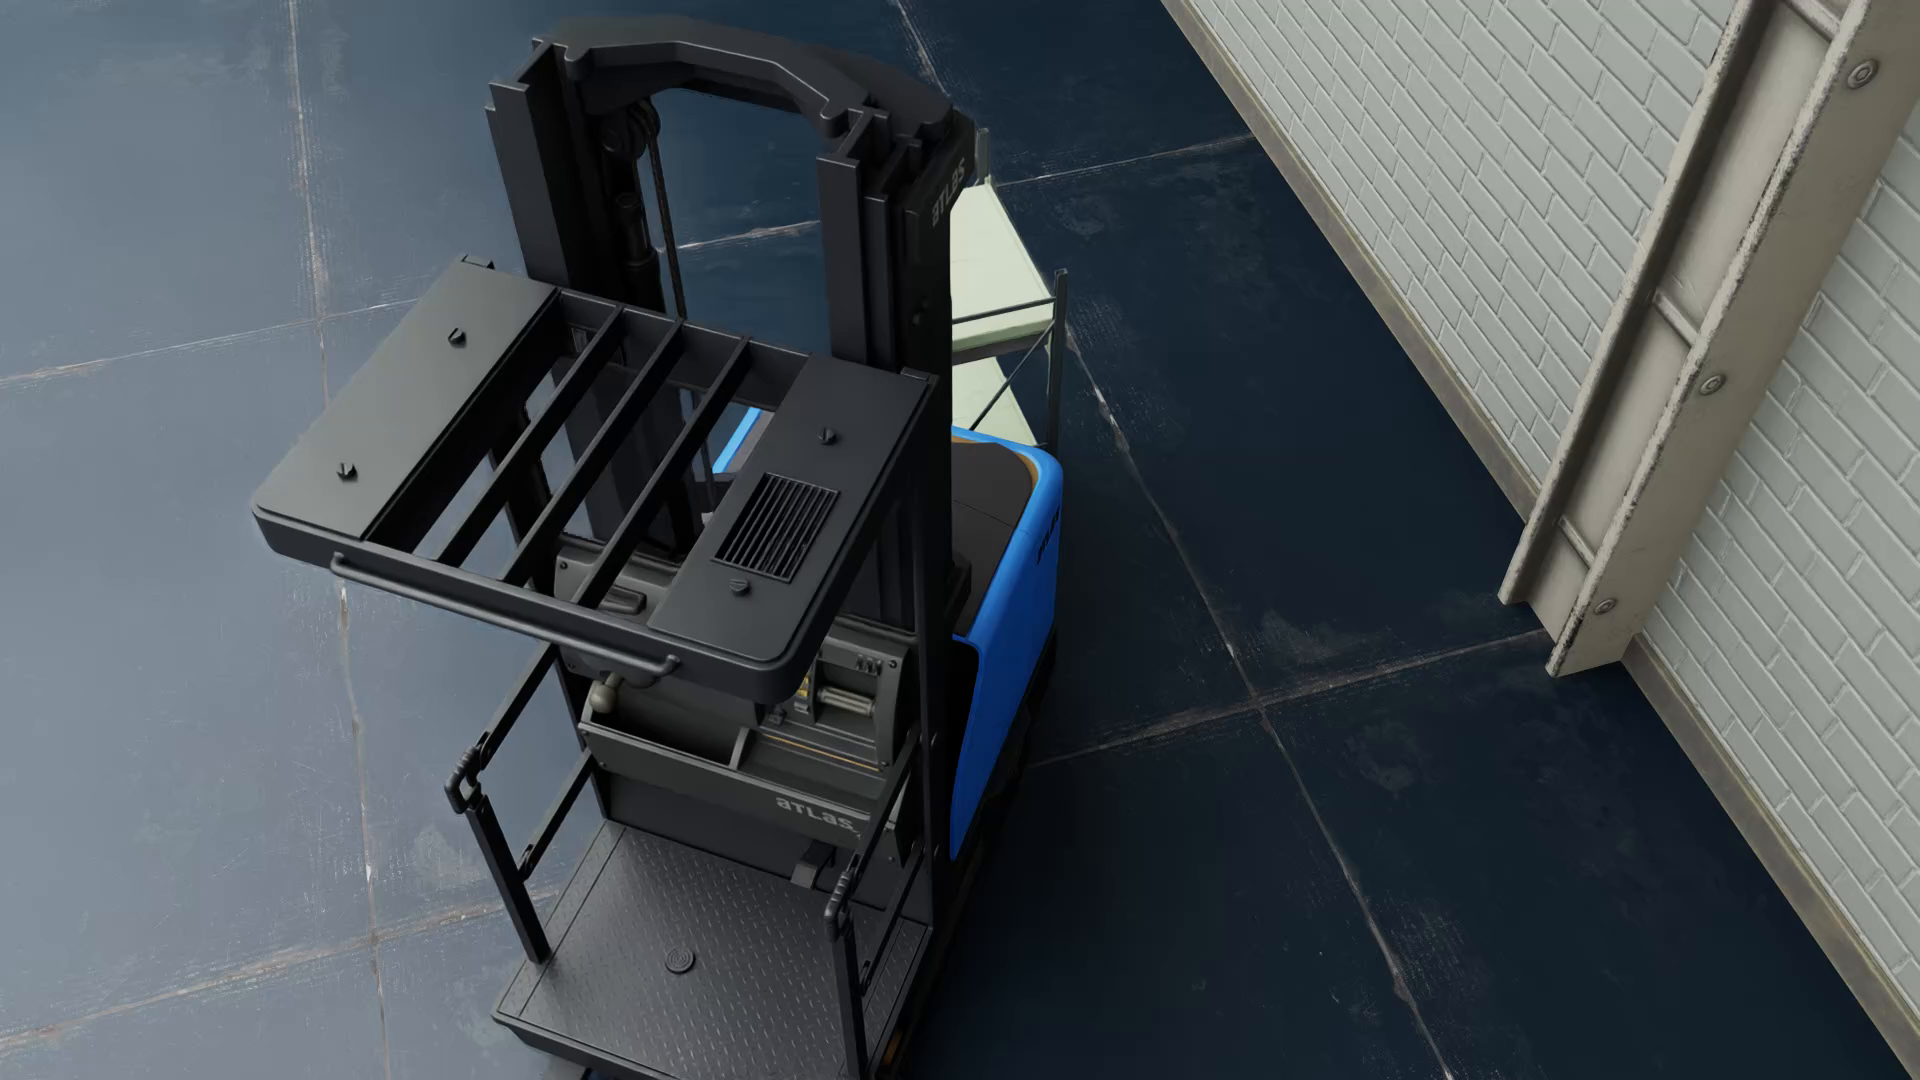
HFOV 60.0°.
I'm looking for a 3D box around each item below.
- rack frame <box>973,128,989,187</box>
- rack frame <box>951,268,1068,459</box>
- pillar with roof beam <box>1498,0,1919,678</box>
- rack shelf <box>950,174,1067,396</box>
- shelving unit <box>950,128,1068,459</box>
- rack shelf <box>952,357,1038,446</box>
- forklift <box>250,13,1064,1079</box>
[{"bbox_3d":[-0.098,-0.806,5.948,0.400,1.500,0.023,-14,51,-12],"label":"rack frame"},{"bbox_3d":[0.130,-0.274,5.500,0.400,1.500,0.023,-14,51,-12],"label":"rack frame"},{"bbox_3d":[-1.943,-1.621,1.731,9.100,9.000,0.400,-13,51,-11],"label":"pillar with roof beam"},{"bbox_3d":[0.016,-0.791,5.426,0.431,0.370,0.720,-14,51,-12],"label":"rack shelf"},{"bbox_3d":[0.016,-0.540,5.724,0.431,1.500,0.755,-14,51,-12],"label":"shelving unit"},{"bbox_3d":[0.016,-0.330,5.973,0.431,0.370,0.720,-14,51,-12],"label":"rack shelf"},{"bbox_3d":[-0.652,0.417,3.981,1.130,2.935,3.031,16,52,13],"label":"forklift"}]
